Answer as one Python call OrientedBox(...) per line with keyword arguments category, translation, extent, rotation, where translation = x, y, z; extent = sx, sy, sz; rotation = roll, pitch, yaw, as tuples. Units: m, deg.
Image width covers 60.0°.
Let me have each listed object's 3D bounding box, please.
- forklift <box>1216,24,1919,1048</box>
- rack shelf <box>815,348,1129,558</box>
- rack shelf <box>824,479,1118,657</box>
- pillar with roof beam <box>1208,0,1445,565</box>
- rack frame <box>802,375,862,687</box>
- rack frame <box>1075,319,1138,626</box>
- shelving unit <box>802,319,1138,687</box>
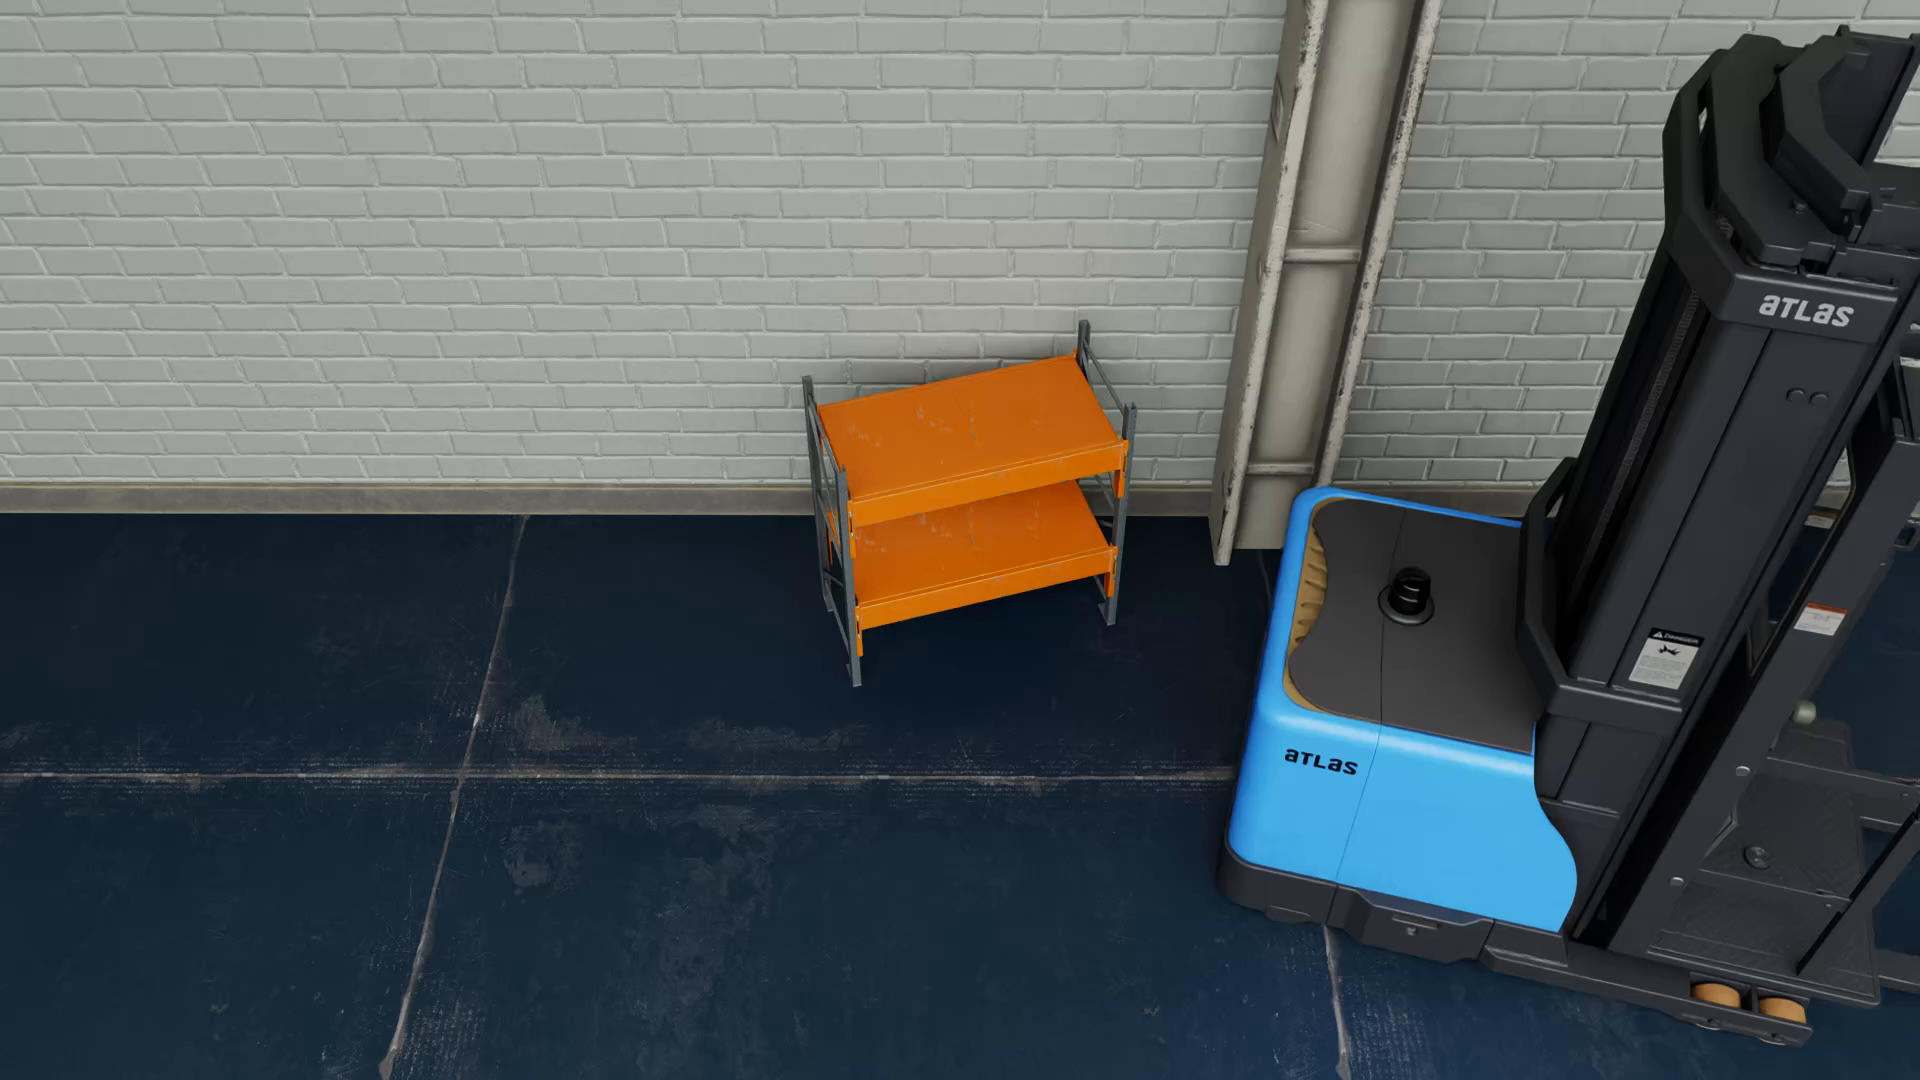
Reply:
OrientedBox(category="forklift", translation=(2.435, 0.163, 4.596), extent=(3.031, 2.935, 1.130), rotation=(11, 48, 10))
OrientedBox(category="rack shelf", translation=(0.027, -0.318, 5.878), extent=(1.000, 0.278, 0.538), rotation=(-13, 48, -12))
OrientedBox(category="rack shelf", translation=(0.027, 0.048, 6.271), extent=(1.000, 0.278, 0.538), rotation=(-13, 48, -12))
OrientedBox(category="pillar with roof beam", translation=(1.204, 0.073, 0.534), extent=(0.400, 9.000, 9.100), rotation=(0, 47, 0))
OrientedBox(category="rack frame", translation=(-0.458, -0.009, 5.990), extent=(0.032, 1.125, 0.500), rotation=(-13, 48, -12))
OrientedBox(category="rack frame", translation=(0.513, -0.229, 6.195), extent=(0.032, 1.125, 0.500), rotation=(-13, 48, -12))
OrientedBox(category="shelving unit", translation=(0.027, -0.119, 6.092), extent=(1.048, 1.125, 0.538), rotation=(-13, 48, -12))
